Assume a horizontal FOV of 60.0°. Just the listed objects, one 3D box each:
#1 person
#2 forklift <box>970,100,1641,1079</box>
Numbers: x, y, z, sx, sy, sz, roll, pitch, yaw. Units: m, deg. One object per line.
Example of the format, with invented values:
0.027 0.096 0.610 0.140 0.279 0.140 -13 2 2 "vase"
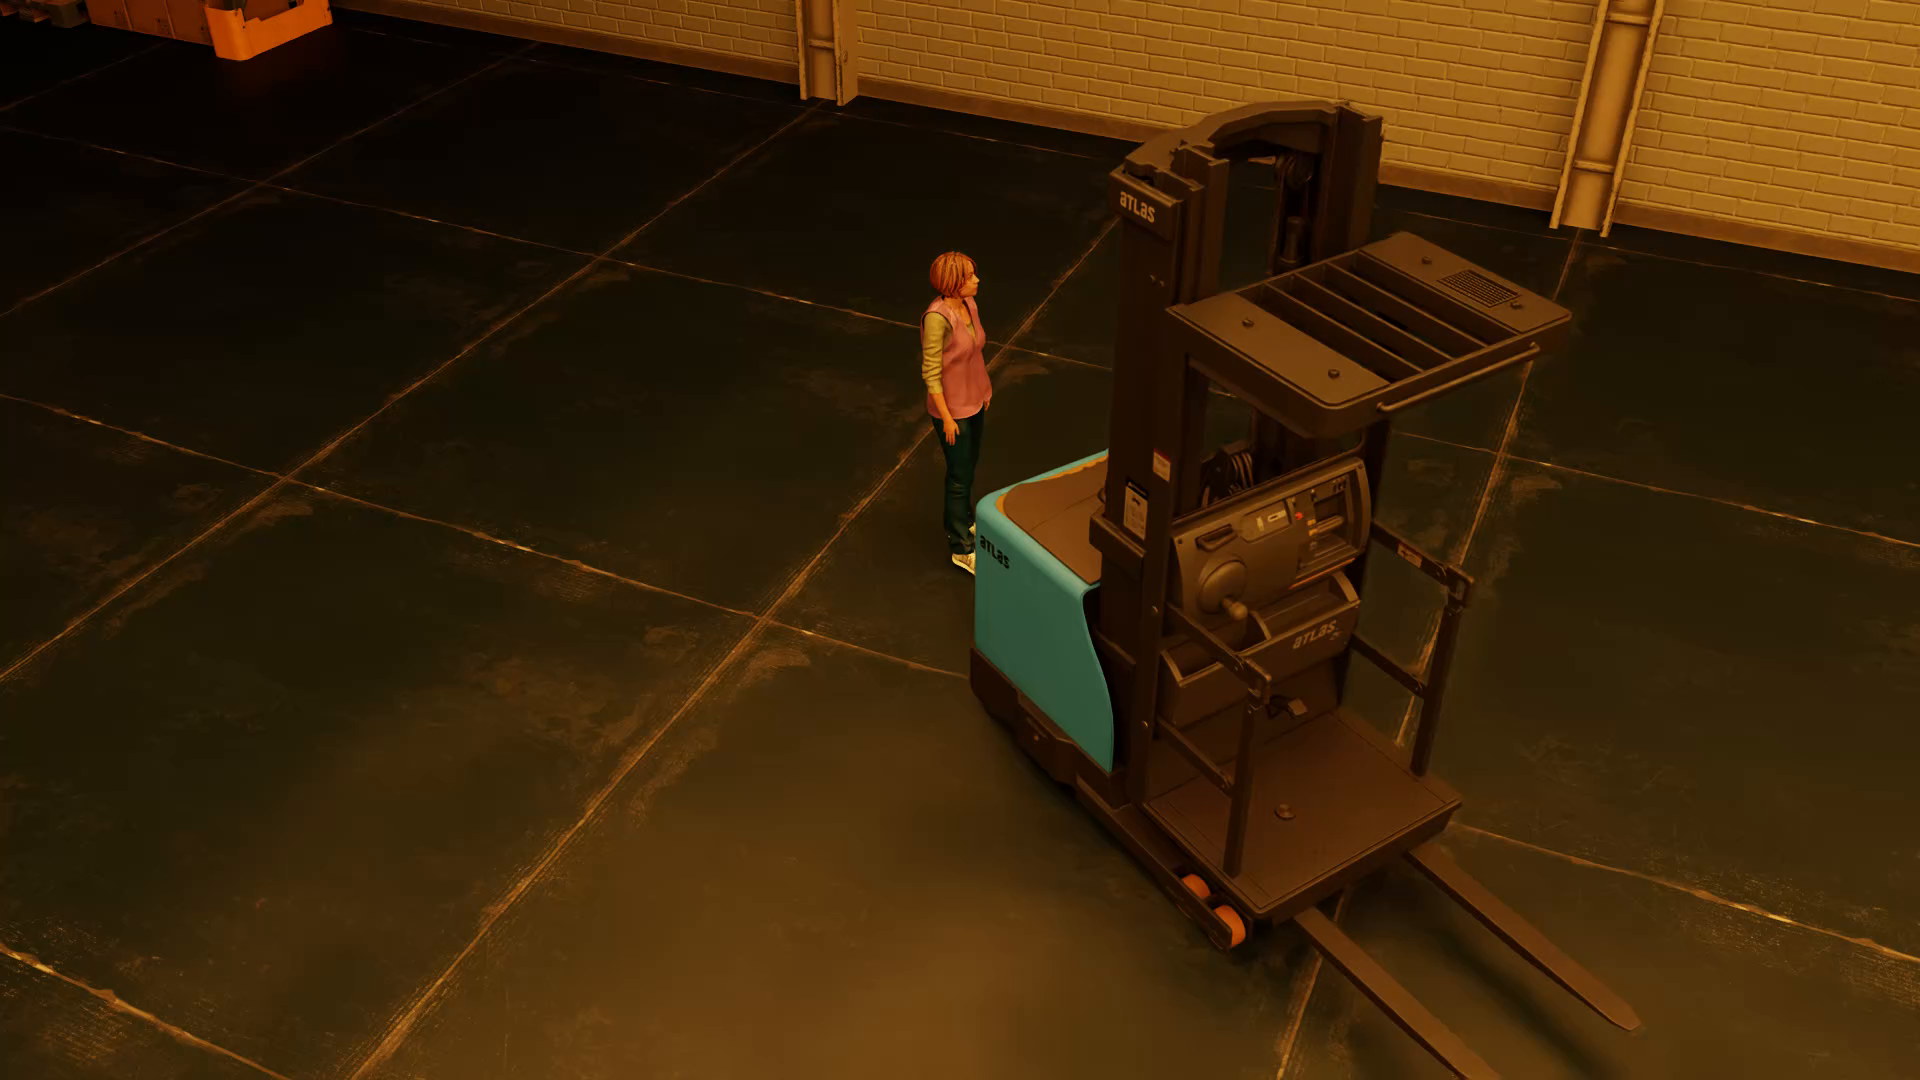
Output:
0.062 -0.631 8.108 0.473 1.599 0.521 15 38 20 "person"
1.280 0.063 5.998 1.130 2.935 3.031 -21 41 -27 "forklift"
